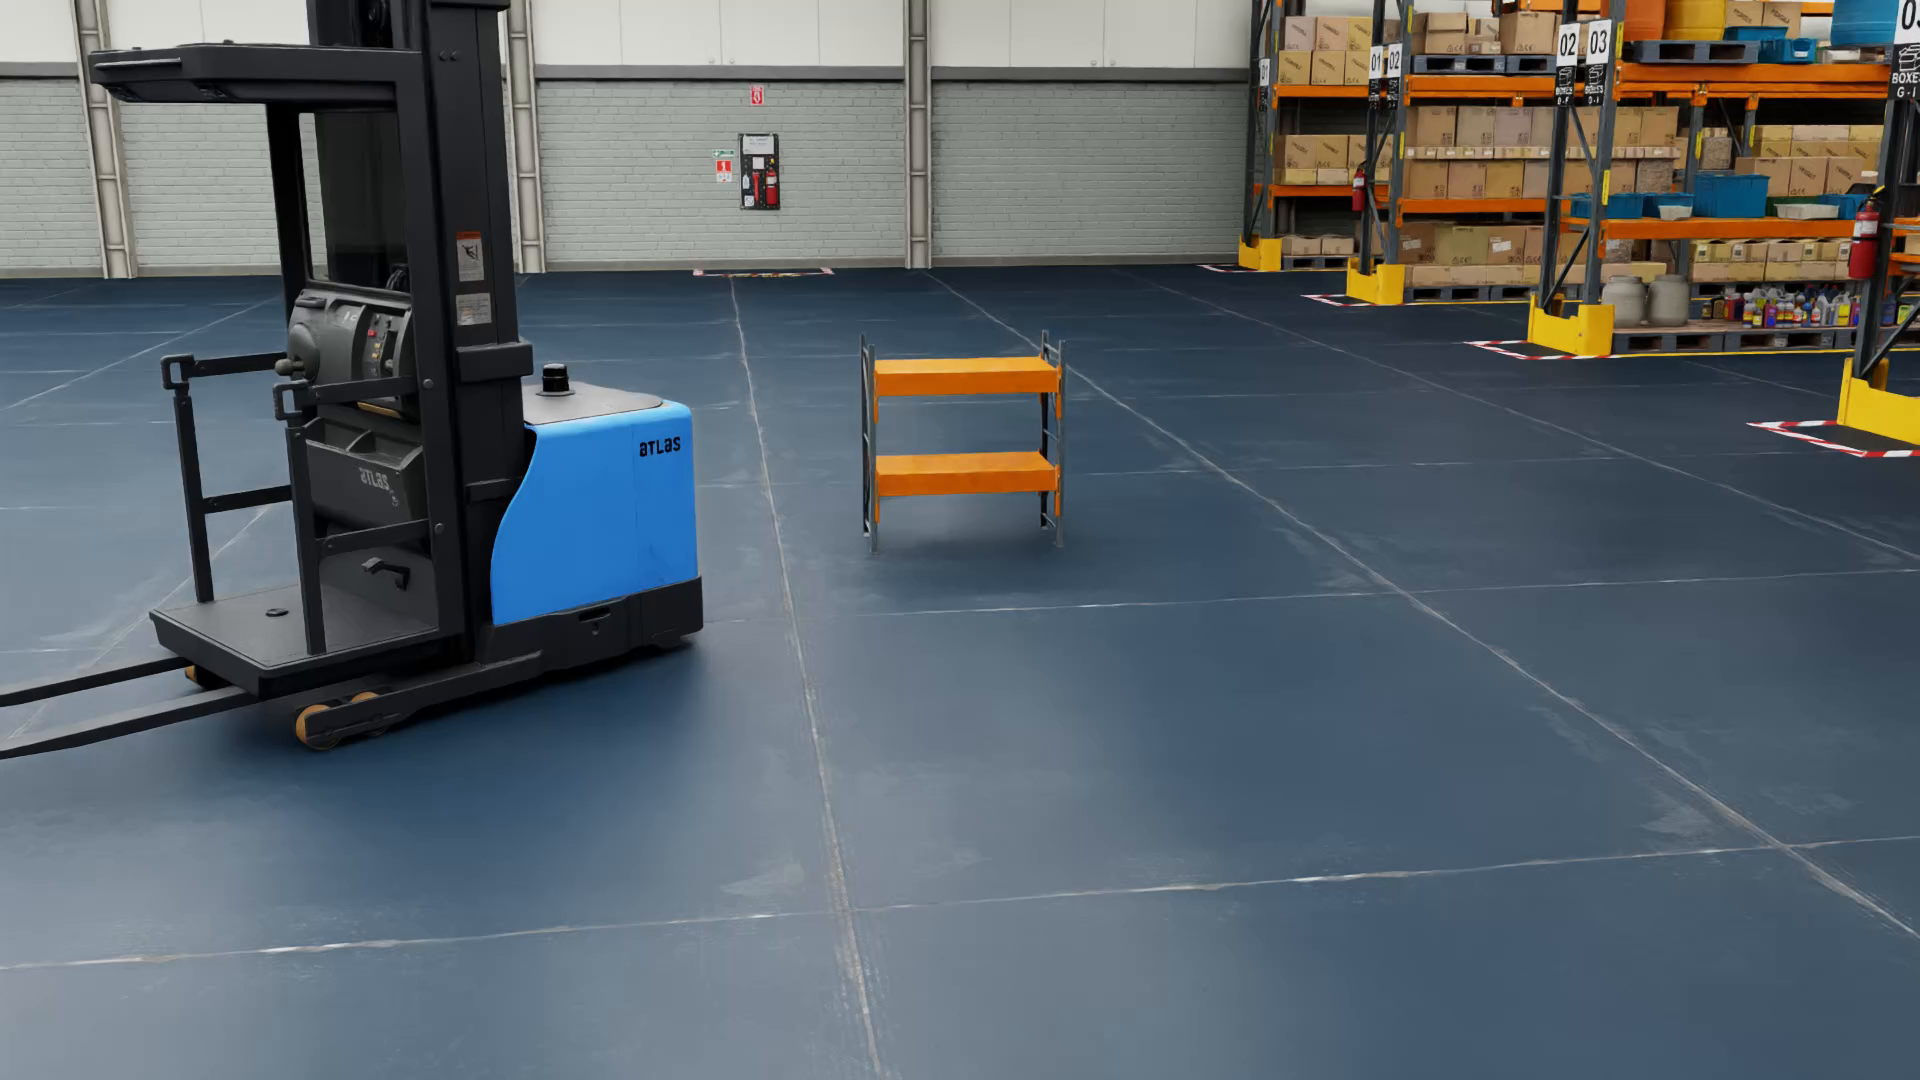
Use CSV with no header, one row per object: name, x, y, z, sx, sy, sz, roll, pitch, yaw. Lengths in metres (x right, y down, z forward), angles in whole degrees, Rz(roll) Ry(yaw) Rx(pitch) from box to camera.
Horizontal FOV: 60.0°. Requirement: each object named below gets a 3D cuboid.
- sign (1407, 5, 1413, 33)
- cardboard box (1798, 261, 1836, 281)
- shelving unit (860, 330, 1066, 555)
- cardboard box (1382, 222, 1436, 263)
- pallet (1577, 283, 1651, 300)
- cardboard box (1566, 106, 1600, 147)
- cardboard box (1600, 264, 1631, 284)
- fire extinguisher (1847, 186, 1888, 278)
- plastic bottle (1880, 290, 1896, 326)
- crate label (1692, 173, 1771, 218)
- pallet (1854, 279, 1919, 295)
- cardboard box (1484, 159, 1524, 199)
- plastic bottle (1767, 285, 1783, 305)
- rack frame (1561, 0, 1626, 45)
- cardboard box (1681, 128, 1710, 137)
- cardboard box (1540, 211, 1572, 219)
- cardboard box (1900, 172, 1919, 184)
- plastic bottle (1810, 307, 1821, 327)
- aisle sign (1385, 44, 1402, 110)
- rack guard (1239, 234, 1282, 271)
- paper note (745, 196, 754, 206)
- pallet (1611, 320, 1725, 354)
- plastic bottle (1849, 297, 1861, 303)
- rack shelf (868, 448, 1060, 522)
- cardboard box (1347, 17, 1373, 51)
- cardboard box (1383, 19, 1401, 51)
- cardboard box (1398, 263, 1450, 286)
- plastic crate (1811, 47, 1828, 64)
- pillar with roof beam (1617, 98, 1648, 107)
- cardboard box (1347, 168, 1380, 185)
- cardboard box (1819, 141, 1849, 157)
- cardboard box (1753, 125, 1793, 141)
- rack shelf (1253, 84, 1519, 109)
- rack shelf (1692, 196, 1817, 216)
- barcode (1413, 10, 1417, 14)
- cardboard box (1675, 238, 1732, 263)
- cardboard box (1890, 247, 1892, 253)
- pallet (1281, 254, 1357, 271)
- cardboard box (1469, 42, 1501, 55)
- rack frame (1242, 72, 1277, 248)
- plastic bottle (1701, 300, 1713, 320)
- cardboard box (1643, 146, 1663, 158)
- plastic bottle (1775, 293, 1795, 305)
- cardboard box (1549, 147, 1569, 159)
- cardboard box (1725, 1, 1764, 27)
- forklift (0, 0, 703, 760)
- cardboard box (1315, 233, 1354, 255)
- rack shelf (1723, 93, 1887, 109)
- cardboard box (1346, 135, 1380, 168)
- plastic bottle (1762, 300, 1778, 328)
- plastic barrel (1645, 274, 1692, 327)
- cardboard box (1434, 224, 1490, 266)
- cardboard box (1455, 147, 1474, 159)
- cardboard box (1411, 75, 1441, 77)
sign,5.520,-6.388,20.403,0.005,0.325,0.100,-2,14,-8
cardboard box,11.354,-3.631,22.322,0.500,0.250,0.500,-2,14,-7
shelving unit,0.007,-0.546,9.086,1.048,1.125,0.538,-2,14,-8
cardboard box,5.929,-3.930,21.972,0.500,0.500,0.500,-2,14,-8
pallet,8.606,-3.379,22.260,1.213,0.211,1.003,-2,14,-8
cardboard box,7.966,-5.373,21.609,0.500,0.500,0.700,-2,14,-8
cardboard box,8.476,-3.535,21.939,0.500,0.250,0.500,-2,14,-8
fire extinguisher,6.733,-2.291,12.350,0.183,0.674,0.296,-2,14,-8
plastic bottle,9.538,-2.394,17.143,0.185,0.351,0.144,-2,14,-10
crate label,7.957,-3.562,17.187,0.616,0.435,0.502,-2,14,-8
pallet,12.534,-3.522,22.831,1.213,0.211,1.003,-2,14,-8
cardboard box,6.917,-4.704,21.607,0.500,0.500,0.700,-2,14,-8
plastic bottle,8.665,-2.535,17.705,0.185,0.351,0.144,-2,14,-9
rack frame,6.177,-6.323,15.936,0.127,3.000,1.000,-2,14,-8
cardboard box,11.959,-6.628,27.040,0.250,0.149,0.380,-5,15,-18
cardboard box,9.817,-5.353,27.094,0.500,0.250,0.500,-2,14,-9
cardboard box,12.987,-4.849,22.573,0.500,0.311,0.500,-1,14,-5
plastic bottle,8.755,-2.287,17.024,0.097,0.201,0.097,0,14,0
aisle sign,5.423,-5.790,20.798,0.004,0.787,0.394,-2,14,-8
rack guard,4.776,-4.587,26.483,0.348,0.500,1.175,-2,14,-8
paper note,-3.303,-5.315,26.059,0.142,0.148,0.016,-2,14,-8
pallet,7.049,-2.103,17.173,1.213,0.211,1.003,-2,14,-8
plastic bottle,9.302,-2.386,17.263,0.135,0.276,0.152,-2,14,-8
rack shelf,0.007,-0.309,9.145,1.000,0.278,0.538,-2,14,-8
cardboard box,6.127,-7.777,25.598,0.500,0.500,0.500,-2,14,-7
cardboard box,6.616,-7.924,26.185,0.500,0.500,0.500,-2,14,-8
cardboard box,6.006,-3.441,21.565,0.500,0.250,0.500,-2,14,-8
plastic crate,8.532,-4.919,16.938,0.450,0.188,0.336,-2,14,-8
pillar with roof beam,11.839,-8.122,23.107,0.400,9.000,9.100,-2,14,-8
cardboard box,6.247,-5.714,26.106,0.500,0.250,0.500,-2,14,-9
cardboard box,14.140,-6.279,27.235,0.500,0.500,0.500,-2,14,-9
cardboard box,13.128,-6.608,27.004,0.500,0.250,0.500,-2,14,-7
rack shelf,6.679,-6.975,26.179,4.000,0.370,1.077,-2,14,-8
rack shelf,11.376,-4.473,22.372,4.000,0.370,1.077,-2,14,-8
barcode,7.218,-8.371,26.361,0.075,0.075,0.001,-2,14,-8
cardboard box,9.844,-3.847,22.031,0.500,0.311,0.500,-2,14,-8
cardboard box,12.359,-3.938,22.395,0.500,0.311,0.500,-2,14,-9
pallet,5.585,-4.467,26.602,1.213,0.211,1.003,-2,14,-8
cardboard box,6.632,-6.210,21.016,0.250,0.149,0.380,-2,14,-8
rack frame,4.701,-5.796,26.168,0.127,3.000,1.000,-2,14,-8
plastic bottle,7.928,-2.441,17.638,0.097,0.201,0.097,0,14,0
cardboard box,8.916,-5.043,21.625,0.250,0.149,0.380,-2,14,-9
plastic bottle,8.712,-2.464,17.576,0.135,0.276,0.152,-2,14,-8
cardboard box,7.643,-4.996,21.436,0.250,0.149,0.380,-2,14,-6
cardboard box,10.014,-6.712,21.557,0.500,0.500,0.500,-2,14,-8
forklift,-2.524,-0.787,6.334,1.130,2.935,3.031,13,19,42
cardboard box,5.962,-4.730,26.537,0.500,0.311,0.500,-1,14,-4
rack shelf,14.590,-7.265,27.335,4.000,0.370,1.077,-2,14,-8
cardboard box,6.220,-6.075,26.004,0.500,0.500,0.500,-3,14,-10
plastic bottle,8.243,-2.304,16.921,0.133,0.283,0.061,-2,14,-7
plastic barrel,7.312,-2.471,17.158,0.421,0.512,0.421,0,14,0
cardboard box,6.500,-3.823,21.548,0.500,0.500,0.500,-2,14,-8
cardboard box,6.370,-4.949,21.252,0.250,0.149,0.380,-2,14,-8
cardboard box,7.150,-7.332,25.879,0.500,0.500,0.500,-3,14,-11
